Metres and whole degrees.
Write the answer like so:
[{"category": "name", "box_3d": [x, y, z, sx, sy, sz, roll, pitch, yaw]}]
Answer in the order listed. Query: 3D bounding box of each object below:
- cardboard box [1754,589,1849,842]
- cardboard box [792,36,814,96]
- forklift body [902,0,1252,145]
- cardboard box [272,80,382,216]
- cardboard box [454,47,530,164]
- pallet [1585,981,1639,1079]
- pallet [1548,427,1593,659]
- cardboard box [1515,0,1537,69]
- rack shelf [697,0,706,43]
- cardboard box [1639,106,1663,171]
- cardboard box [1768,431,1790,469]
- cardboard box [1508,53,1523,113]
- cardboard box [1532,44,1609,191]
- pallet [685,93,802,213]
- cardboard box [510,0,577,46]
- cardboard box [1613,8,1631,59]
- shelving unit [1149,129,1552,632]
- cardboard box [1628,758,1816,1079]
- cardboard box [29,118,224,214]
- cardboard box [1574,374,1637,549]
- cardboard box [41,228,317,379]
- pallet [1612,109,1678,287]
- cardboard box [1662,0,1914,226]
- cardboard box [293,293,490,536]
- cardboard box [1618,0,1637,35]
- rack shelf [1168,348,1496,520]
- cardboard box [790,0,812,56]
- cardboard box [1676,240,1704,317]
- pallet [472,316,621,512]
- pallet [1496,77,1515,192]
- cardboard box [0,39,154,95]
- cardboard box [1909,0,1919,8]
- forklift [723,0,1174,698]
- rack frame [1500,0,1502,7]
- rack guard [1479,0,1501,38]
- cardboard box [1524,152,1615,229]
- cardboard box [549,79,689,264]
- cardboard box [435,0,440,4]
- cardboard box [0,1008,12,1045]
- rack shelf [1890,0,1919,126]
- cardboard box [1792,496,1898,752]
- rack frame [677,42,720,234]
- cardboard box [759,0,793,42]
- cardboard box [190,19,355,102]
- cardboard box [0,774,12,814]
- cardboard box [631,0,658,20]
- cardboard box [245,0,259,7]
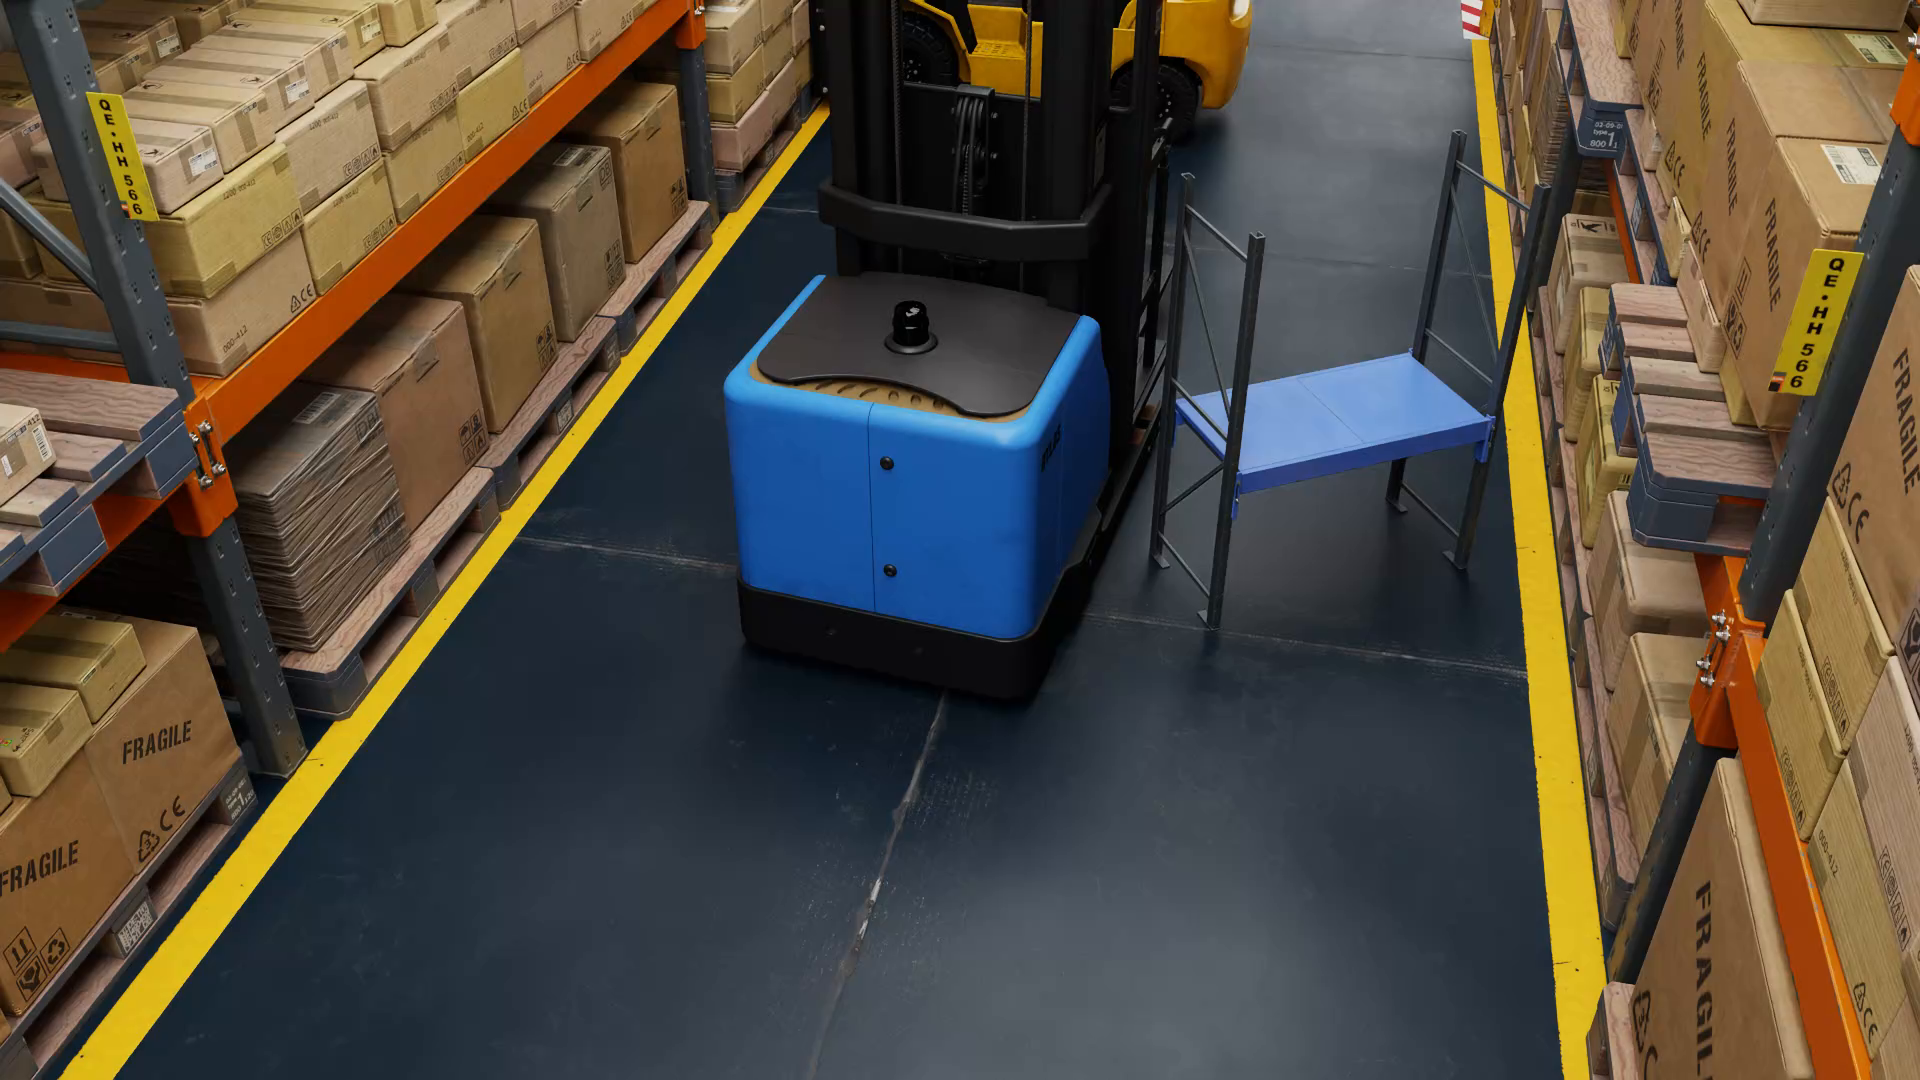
[{"category": "cardboard box", "box_3d": [1.921, 0.371, 3.309, 0.500, 0.250, 0.500, 7, 36, 9]}, {"category": "cardboard box", "box_3d": [-1.109, -2.734, 9.451, 0.500, 0.250, 0.500, 8, 37, 11]}, {"category": "forklift body", "box_3d": [0.508, -3.485, 9.226, 2.313, 2.155, 1.214, 7, 37, 10]}, {"category": "cardboard box", "box_3d": [-2.137, -1.211, 5.066, 0.500, 0.250, 0.500, 8, 37, 11]}, {"category": "cardboard box", "box_3d": [-1.917, -1.602, 6.033, 0.500, 0.250, 0.500, 8, 37, 11]}, {"category": "pallet", "box_3d": [2.030, 1.633, 3.817, 1.003, 0.211, 1.213, 7, 37, 10]}, {"category": "pallet", "box_3d": [2.703, 0.046, 6.007, 1.003, 0.211, 1.213, 7, 37, 10]}, {"category": "cardboard box", "box_3d": [3.311, -2.857, 8.982, 0.500, 0.500, 0.500, 8, 37, 11]}, {"category": "rack shelf", "box_3d": [-1.297, -3.707, 9.422, 1.077, 0.370, 4.000, 7, 37, 10]}, {"category": "cardboard box", "box_3d": [2.394, -1.279, 5.315, 0.380, 0.149, 0.250, 9, 37, 12]}, {"category": "cardboard box", "box_3d": [2.112, -0.224, 3.859, 0.380, 0.149, 0.250, 9, 37, 12]}, {"category": "cardboard box", "box_3d": [3.317, -2.548, 9.194, 0.500, 0.250, 0.500, 10, 37, 13]}, {"category": "cardboard box", "box_3d": [2.990, -1.965, 7.751, 0.500, 0.500, 0.500, 7, 36, 9]}, {"category": "pallet", "box_3d": [-1.513, -2.173, 9.069, 1.003, 0.211, 1.213, 7, 37, 10]}, {"category": "cardboard box", "box_3d": [-1.797, -2.092, 6.282, 0.500, 0.250, 0.500, 8, 37, 11]}, {"category": "cardboard box", "box_3d": [2.637, -1.881, 6.145, 0.380, 0.149, 0.250, 8, 37, 11]}, {"category": "shelving unit", "box_3d": [1.282, -0.531, 5.705, 1.048, 1.500, 0.538, -12, 38, -17]}, {"category": "cardboard box", "box_3d": [2.043, 1.137, 3.577, 0.875, 0.875, 0.875, 7, 37, 10]}, {"category": "cardboard box", "box_3d": [-2.223, -1.007, 4.446, 0.380, 0.149, 0.250, 8, 37, 11]}, {"category": "cardboard box", "box_3d": [2.719, -0.225, 5.886, 0.950, 0.372, 0.625, 8, 37, 12]}, {"category": "cardboard box", "box_3d": [-2.245, -0.721, 4.817, 0.500, 0.250, 0.500, 7, 37, 10]}, {"category": "pallet", "box_3d": [2.654, -1.001, 5.238, 1.003, 0.211, 1.213, 7, 37, 10]}, {"category": "cardboard box", "box_3d": [2.303, -1.152, 4.587, 0.500, 0.500, 0.500, 5, 36, 7]}, {"category": "cardboard box", "box_3d": [-2.300, -0.498, 6.047, 0.875, 0.625, 0.625, 8, 37, 11]}, {"category": "cardboard box", "box_3d": [2.639, -2.042, 5.816, 0.500, 0.500, 0.500, 7, 37, 10]}, {"category": "rack shelf", "box_3d": [1.282, -0.385, 5.810, 1.000, 0.185, 0.538, -12, 38, -17]}, {"category": "cardboard box", "box_3d": [-1.095, -2.925, 9.289, 0.500, 0.250, 0.500, 7, 37, 10]}, {"category": "cardboard box", "box_3d": [2.170, -0.680, 4.489, 0.380, 0.149, 0.250, 6, 36, 8]}, {"category": "pallet", "box_3d": [-2.102, -0.594, 6.889, 1.003, 0.211, 1.213, 7, 37, 10]}, {"category": "pallet", "box_3d": [3.493, -2.193, 9.097, 1.003, 0.211, 1.213, 7, 37, 10]}, {"category": "cardboard box", "box_3d": [-2.645, -1.378, 4.958, 0.380, 0.149, 0.250, 7, 37, 10]}, {"category": "cardboard box", "box_3d": [2.920, -1.389, 4.914, 0.500, 0.500, 0.500, 6, 36, 8]}, {"category": "forklift", "box_3d": [0.196, -1.535, 5.871, 1.130, 2.935, 3.031, 11, 37, 15]}, {"category": "rack frame", "box_3d": [3.980, -4.525, 9.937, 1.000, 3.000, 0.127, 7, 37, 10]}, {"category": "rack guard", "box_3d": [3.964, -3.469, 10.610, 1.175, 0.500, 0.348, 7, 37, 10]}, {"category": "cardboard box", "box_3d": [2.990, -1.661, 7.971, 0.500, 0.250, 0.500, 9, 37, 12]}, {"category": "cardboard box", "box_3d": [-1.824, -1.760, 7.787, 0.875, 0.625, 0.625, 9, 37, 12]}, {"category": "cardboard box", "box_3d": [-1.996, -1.910, 5.691, 0.380, 0.149, 0.250, 7, 37, 10]}, {"category": "cardboard box", "box_3d": [-2.685, 1.139, 3.895, 0.500, 0.500, 0.500, 9, 37, 12]}, {"category": "rack shelf", "box_3d": [2.699, -2.008, 4.522, 1.077, 0.370, 4.000, 7, 37, 10]}, {"category": "cardboard box", "box_3d": [1.922, 0.180, 3.148, 0.500, 0.250, 0.500, 7, 37, 10]}, {"category": "rack frame", "box_3d": [-1.724, -2.852, 7.628, 1.000, 3.000, 0.127, 7, 37, 10]}, {"category": "cardboard box", "box_3d": [-1.195, -2.843, 8.750, 0.500, 0.250, 0.500, 7, 37, 10]}, {"category": "cardboard box", "box_3d": [-2.093, -1.463, 5.074, 0.380, 0.149, 0.250, 8, 37, 10]}, {"category": "cardboard box", "box_3d": [-2.564, 0.642, 4.028, 0.380, 0.149, 0.250, 6, 36, 8]}, {"category": "cardboard box", "box_3d": [-1.576, -2.469, 7.229, 0.500, 0.250, 0.500, 8, 37, 11]}, {"category": "cardboard box", "box_3d": [-2.557, -1.821, 5.569, 0.380, 0.149, 0.250, 7, 36, 9]}]
